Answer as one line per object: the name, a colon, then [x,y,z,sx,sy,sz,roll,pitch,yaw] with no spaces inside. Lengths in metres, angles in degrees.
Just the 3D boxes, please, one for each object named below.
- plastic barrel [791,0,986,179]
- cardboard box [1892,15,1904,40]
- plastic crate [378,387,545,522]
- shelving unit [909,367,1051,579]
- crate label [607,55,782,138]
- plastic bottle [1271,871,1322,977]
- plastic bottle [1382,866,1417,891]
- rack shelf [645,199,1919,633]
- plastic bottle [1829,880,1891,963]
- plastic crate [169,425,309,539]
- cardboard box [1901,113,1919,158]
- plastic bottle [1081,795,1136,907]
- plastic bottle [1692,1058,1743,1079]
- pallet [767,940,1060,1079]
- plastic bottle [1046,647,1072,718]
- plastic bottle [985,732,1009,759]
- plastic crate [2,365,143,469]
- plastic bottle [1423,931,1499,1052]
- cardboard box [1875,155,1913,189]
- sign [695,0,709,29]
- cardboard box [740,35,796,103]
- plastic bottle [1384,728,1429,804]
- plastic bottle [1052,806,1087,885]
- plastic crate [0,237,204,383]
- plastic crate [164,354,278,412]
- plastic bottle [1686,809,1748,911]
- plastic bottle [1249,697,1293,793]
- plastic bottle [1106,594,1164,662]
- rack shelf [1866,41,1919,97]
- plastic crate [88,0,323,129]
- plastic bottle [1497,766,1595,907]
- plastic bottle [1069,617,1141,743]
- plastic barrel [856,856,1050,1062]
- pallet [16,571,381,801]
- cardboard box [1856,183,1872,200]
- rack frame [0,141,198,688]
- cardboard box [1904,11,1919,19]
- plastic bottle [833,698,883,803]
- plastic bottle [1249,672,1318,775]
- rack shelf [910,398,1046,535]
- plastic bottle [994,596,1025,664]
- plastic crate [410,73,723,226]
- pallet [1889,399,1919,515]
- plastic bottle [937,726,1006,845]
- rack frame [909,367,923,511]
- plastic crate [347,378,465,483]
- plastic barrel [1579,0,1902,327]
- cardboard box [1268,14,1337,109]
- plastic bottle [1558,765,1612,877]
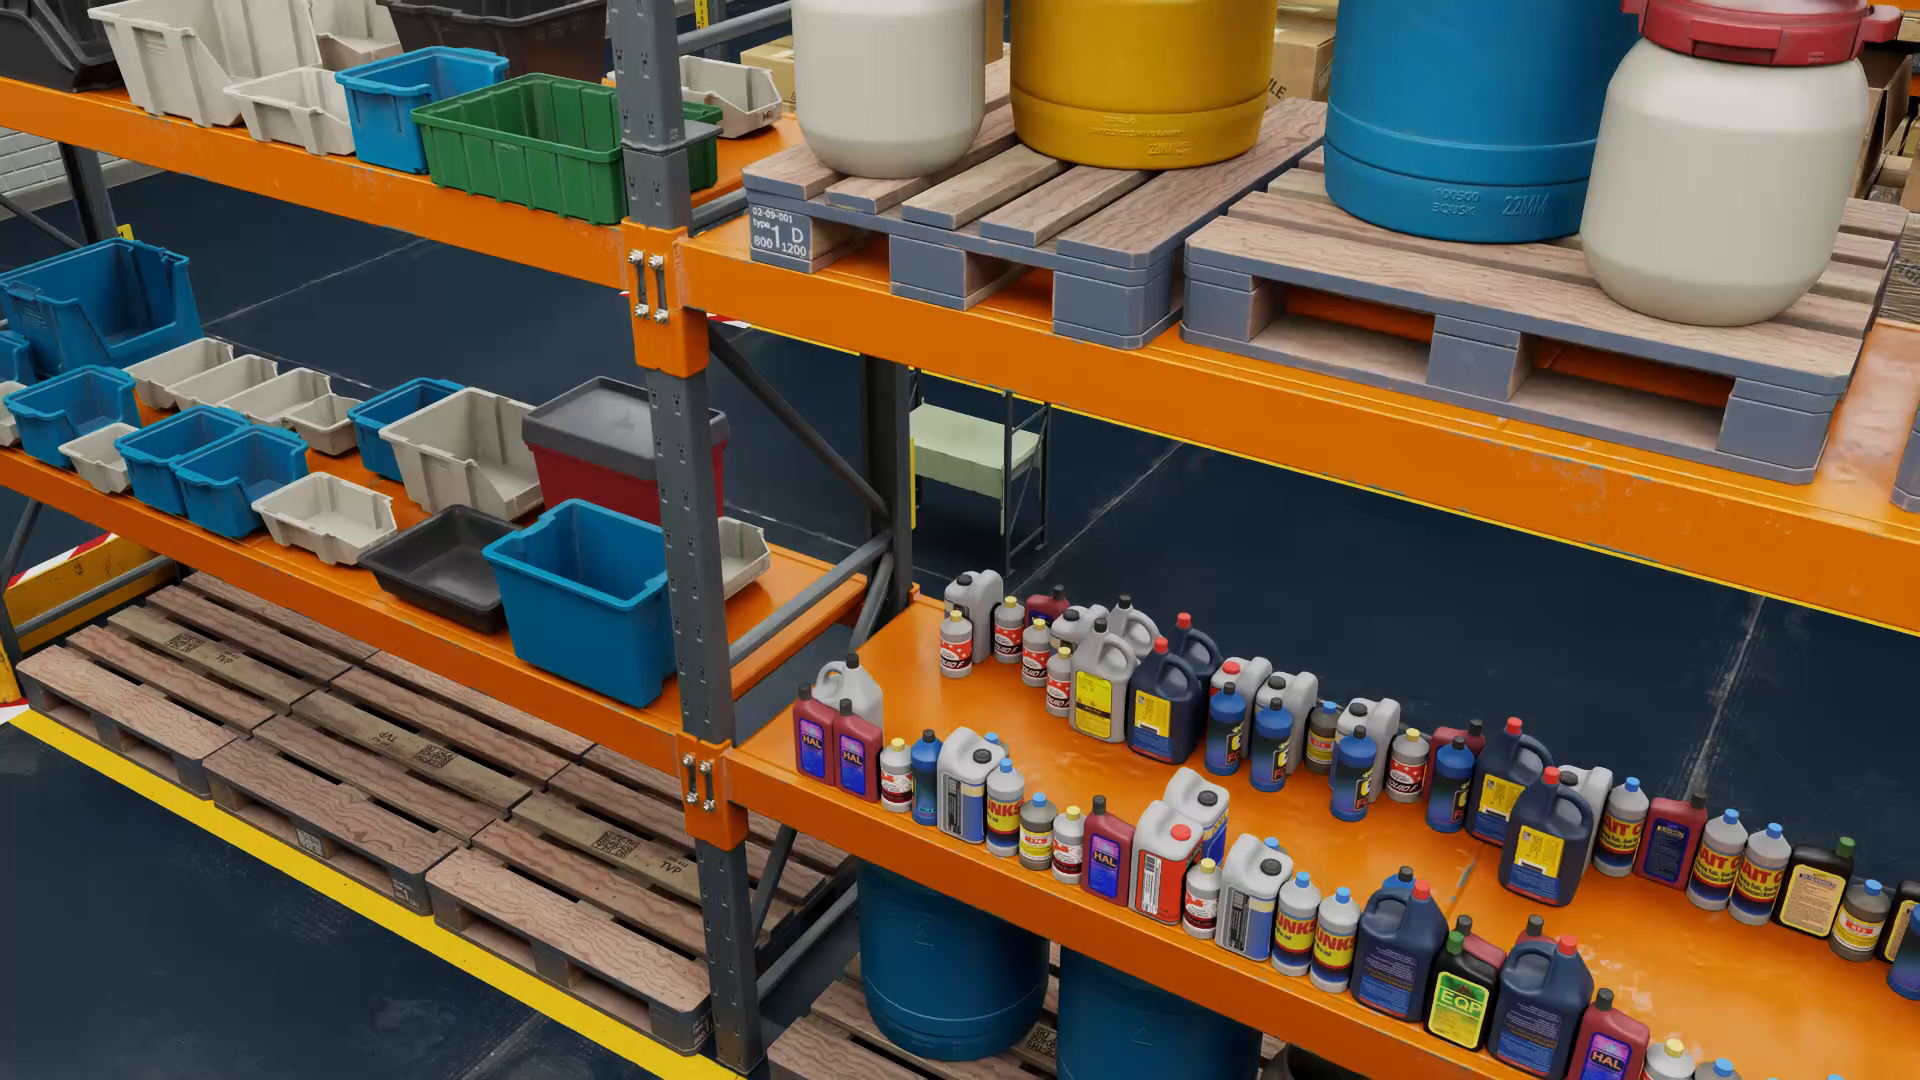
plastic barrel: [-0.155,-1.096,3.624,0.433,0.535,0.433,0,30,0]
cardboard box: [6.086,-3.436,10.995,0.250,0.149,0.380,17,34,26]
plastic crate: [-1.663,-0.271,5.795,0.530,0.282,0.437,18,35,27]
shelving unit: [0.006,-0.646,7.869,0.755,1.500,0.431,18,35,27]
crate label: [-0.728,-1.245,4.691,0.466,0.136,0.293,18,35,27]
plastic bottle: [0.787,0.887,3.881,0.097,0.271,0.097,0,30,0]
plastic bottle: [1.028,0.877,3.897,0.097,0.271,0.097,0,30,0]
rack shelf: [1.227,-0.257,3.452,4.000,0.370,1.077,18,35,27]
plastic bottle: [2.138,0.893,3.940,0.097,0.201,0.097,0,30,0]
plastic crate: [-2.452,-0.194,5.712,0.300,0.233,0.416,18,35,27]
cardboard box: [6.702,-2.711,11.240,0.500,0.250,0.500,18,35,28]
plastic bottle: [0.369,0.760,4.086,0.133,0.283,0.061,18,35,27]
plastic bottle: [1.573,1.166,3.472,0.097,0.201,0.097,0,30,0]
pallet: [0.164,1.621,5.263,1.213,0.211,1.003,18,35,27]
plastic bottle: [0.297,0.401,4.783,0.097,0.201,0.097,0,30,0]
plastic bottle: [0.083,0.604,4.435,0.097,0.201,0.097,0,30,0]
plastic crate: [-3.263,-0.451,6.152,0.300,0.233,0.416,18,35,27]
plastic bottle: [1.114,0.996,3.682,0.133,0.283,0.061,18,35,27]
cardboard box: [4.413,-1.413,7.596,0.500,0.500,0.500,17,34,26]
sign: [-1.522,-3.167,9.764,0.005,0.325,0.100,18,35,27]
cardboard box: [-0.959,-2.814,9.950,0.500,0.250,0.500,17,34,26]
plastic bottle: [1.198,0.596,4.449,0.097,0.201,0.097,0,30,0]
plastic bottle: [0.281,0.757,4.173,0.097,0.201,0.097,0,30,0]
plastic crate: [-3.472,-0.911,6.740,0.499,0.435,0.616,18,35,27]
plastic crate: [-2.830,-0.567,6.447,0.243,0.136,0.396,18,35,27]
plastic bottle: [1.860,0.775,4.073,0.097,0.271,0.097,0,30,0]
plastic bottle: [0.839,0.542,4.472,0.097,0.271,0.097,0,30,0]
plastic bottle: [0.485,0.320,4.775,0.185,0.351,0.144,18,35,27]
rack shelf: [6.582,-3.166,11.413,4.000,0.370,1.077,18,35,27]
plastic crate: [-2.142,-1.399,4.812,0.530,0.282,0.437,18,35,27]
plastic bottle: [1.451,0.716,4.096,0.185,0.351,0.144,18,35,27]
plastic bottle: [0.409,0.381,4.669,0.185,0.351,0.144,18,35,27]
plastic barrel: [-0.015,1.070,5.105,0.708,0.901,0.600,18,35,27]
pallet: [-3.177,0.562,7.077,1.213,0.211,1.003,18,35,27]
cardboard box: [3.713,-1.331,7.455,0.500,0.500,0.500,18,35,28]
rack frame: [-3.855,-0.880,6.782,0.127,3.000,1.000,18,35,27]
cardboard box: [6.303,-3.494,10.799,0.250,0.149,0.380,17,34,26]
plastic bottle: [-0.270,0.558,4.432,0.133,0.283,0.061,18,35,27]
plastic bottle: [0.889,0.482,4.570,0.135,0.276,0.152,18,35,27]
rack shelf: [0.006,-0.364,8.033,0.720,0.370,0.431,18,35,27]
plastic bottle: [0.151,0.264,5.017,0.097,0.201,0.097,0,30,0]
plastic crate: [-0.987,-0.997,4.216,0.662,0.188,0.450,18,35,27]
pallet: [2.325,-0.198,2.823,1.213,0.211,1.003,18,35,27]
plastic bottle: [0.032,0.630,4.317,0.135,0.276,0.152,18,35,27]
rack frame: [-0.304,-0.744,8.037,0.023,1.500,0.400,18,35,27]
plastic crate: [-1.979,-0.393,6.053,0.300,0.233,0.416,18,35,27]
plastic barrel: [1.339,-0.683,2.916,0.433,0.535,0.433,0,30,0]
cardboard box: [1.634,-2.319,8.358,0.500,0.500,0.500,19,35,29]
plastic bottle: [1.551,0.691,4.211,0.135,0.276,0.152,18,35,27]
